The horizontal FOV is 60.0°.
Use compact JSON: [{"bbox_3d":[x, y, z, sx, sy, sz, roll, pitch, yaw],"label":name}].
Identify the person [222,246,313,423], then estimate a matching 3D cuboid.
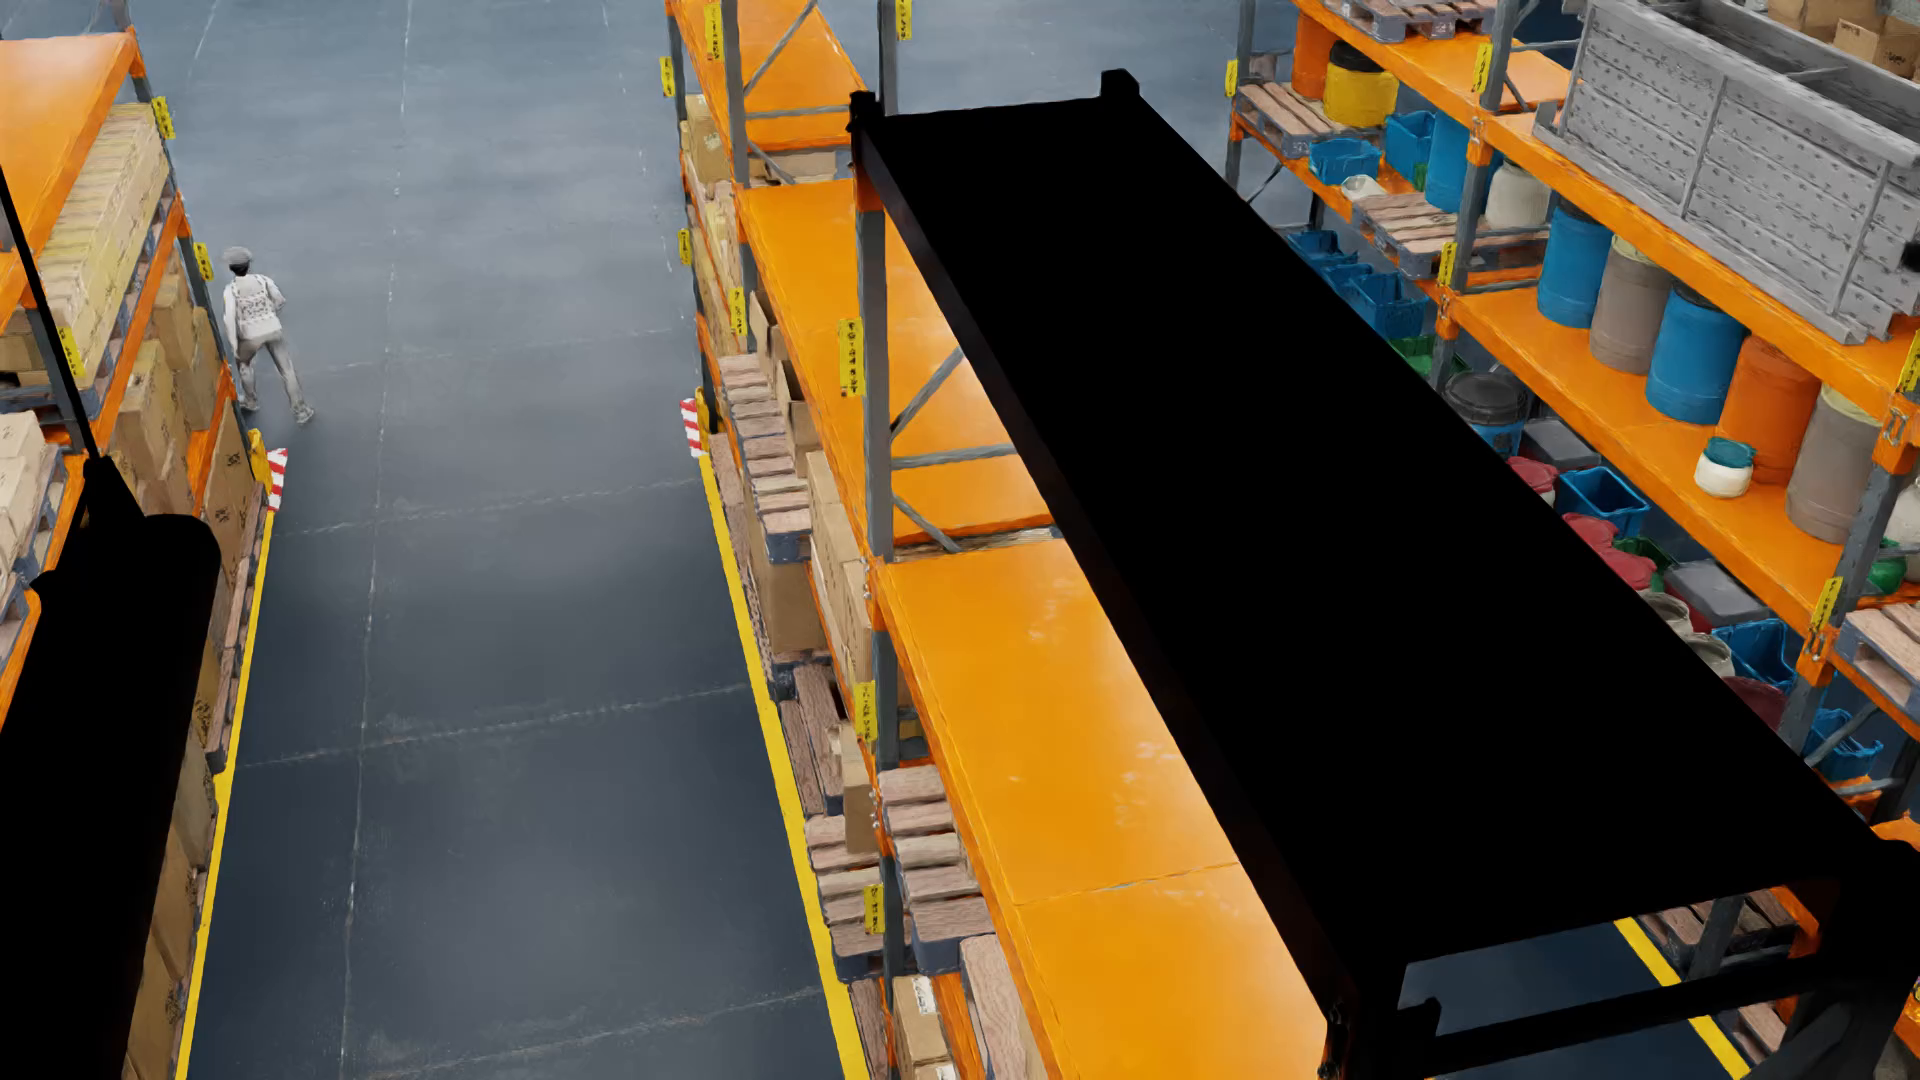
[{"bbox_3d":[-6.496,-1.891,15.415,0.634,1.606,0.798,-20,39,-26],"label":"person"}]
